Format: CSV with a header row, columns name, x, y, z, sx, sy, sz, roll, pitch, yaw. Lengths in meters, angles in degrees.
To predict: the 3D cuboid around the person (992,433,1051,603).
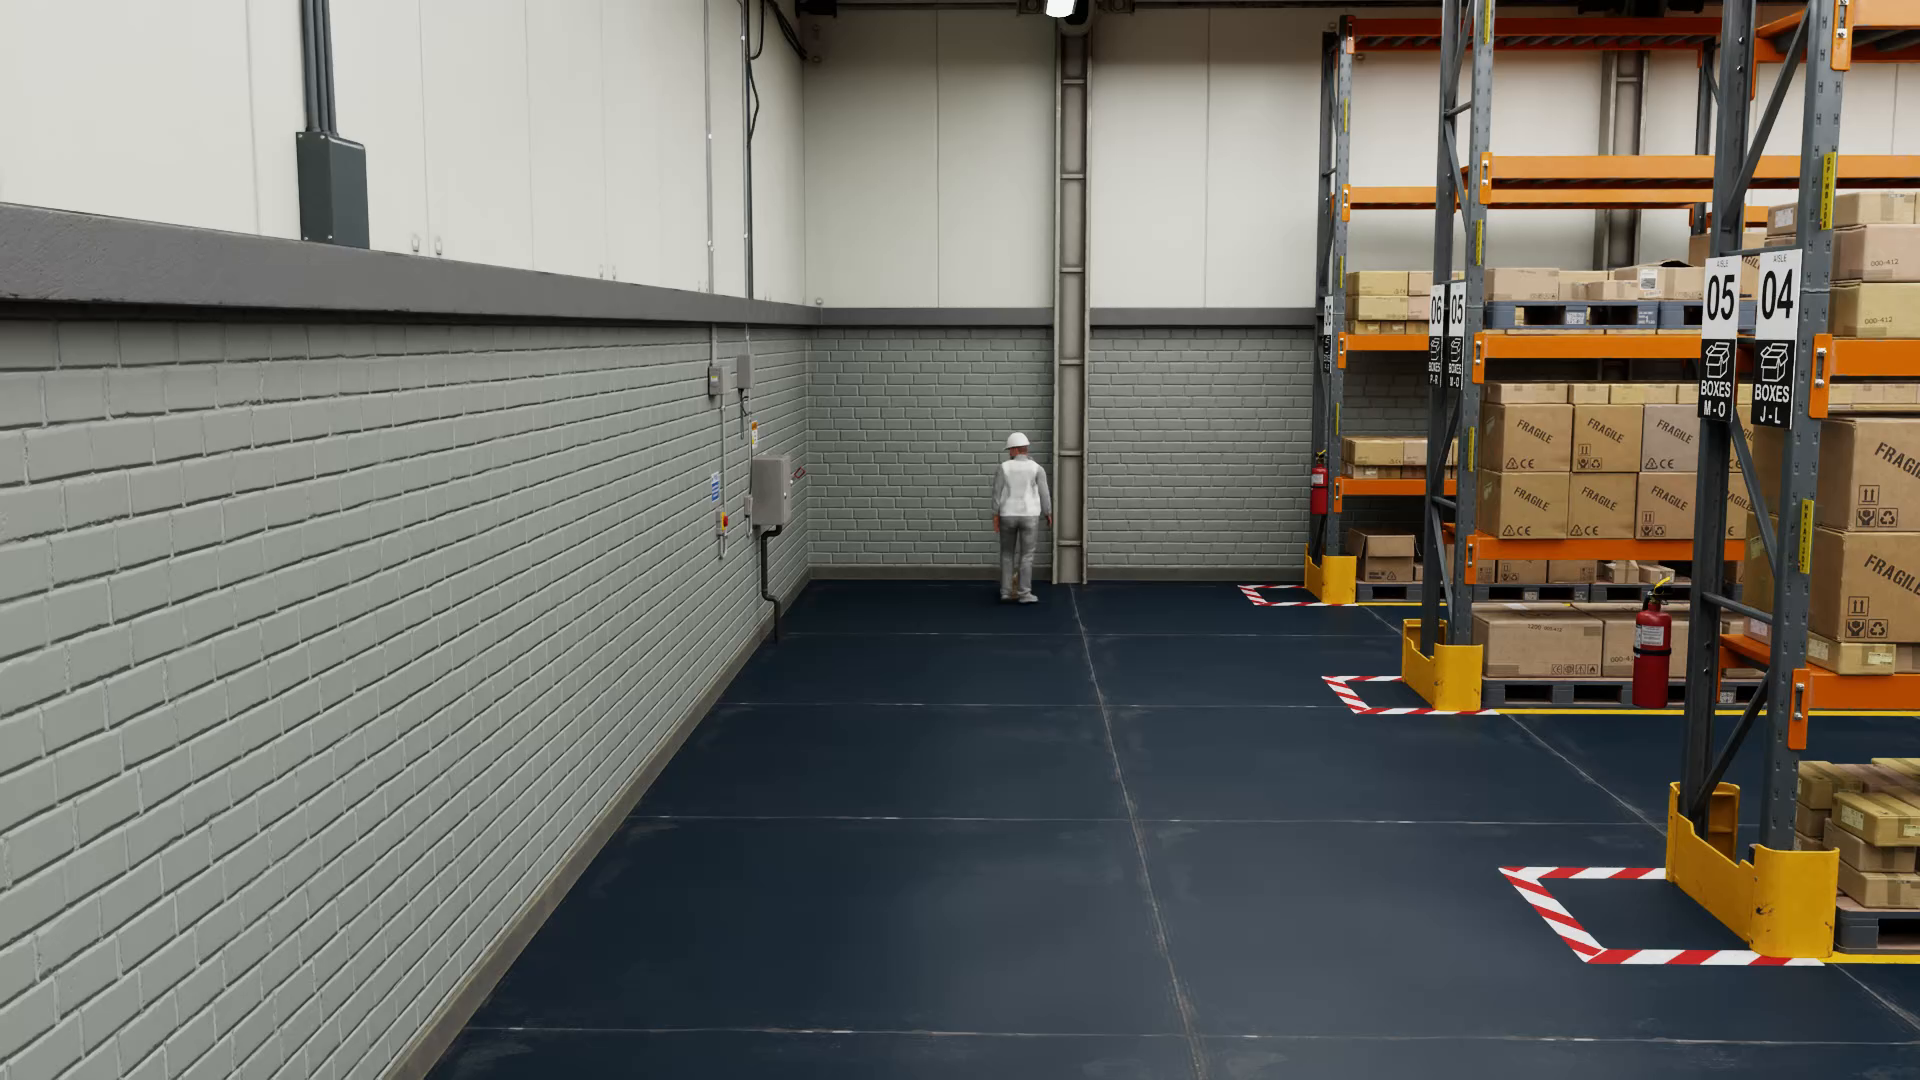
name,x,y,z,sx,sy,sz,roll,pitch,yaw
person,0.647,-0.199,17.381,0.589,1.851,0.457,2,7,13
